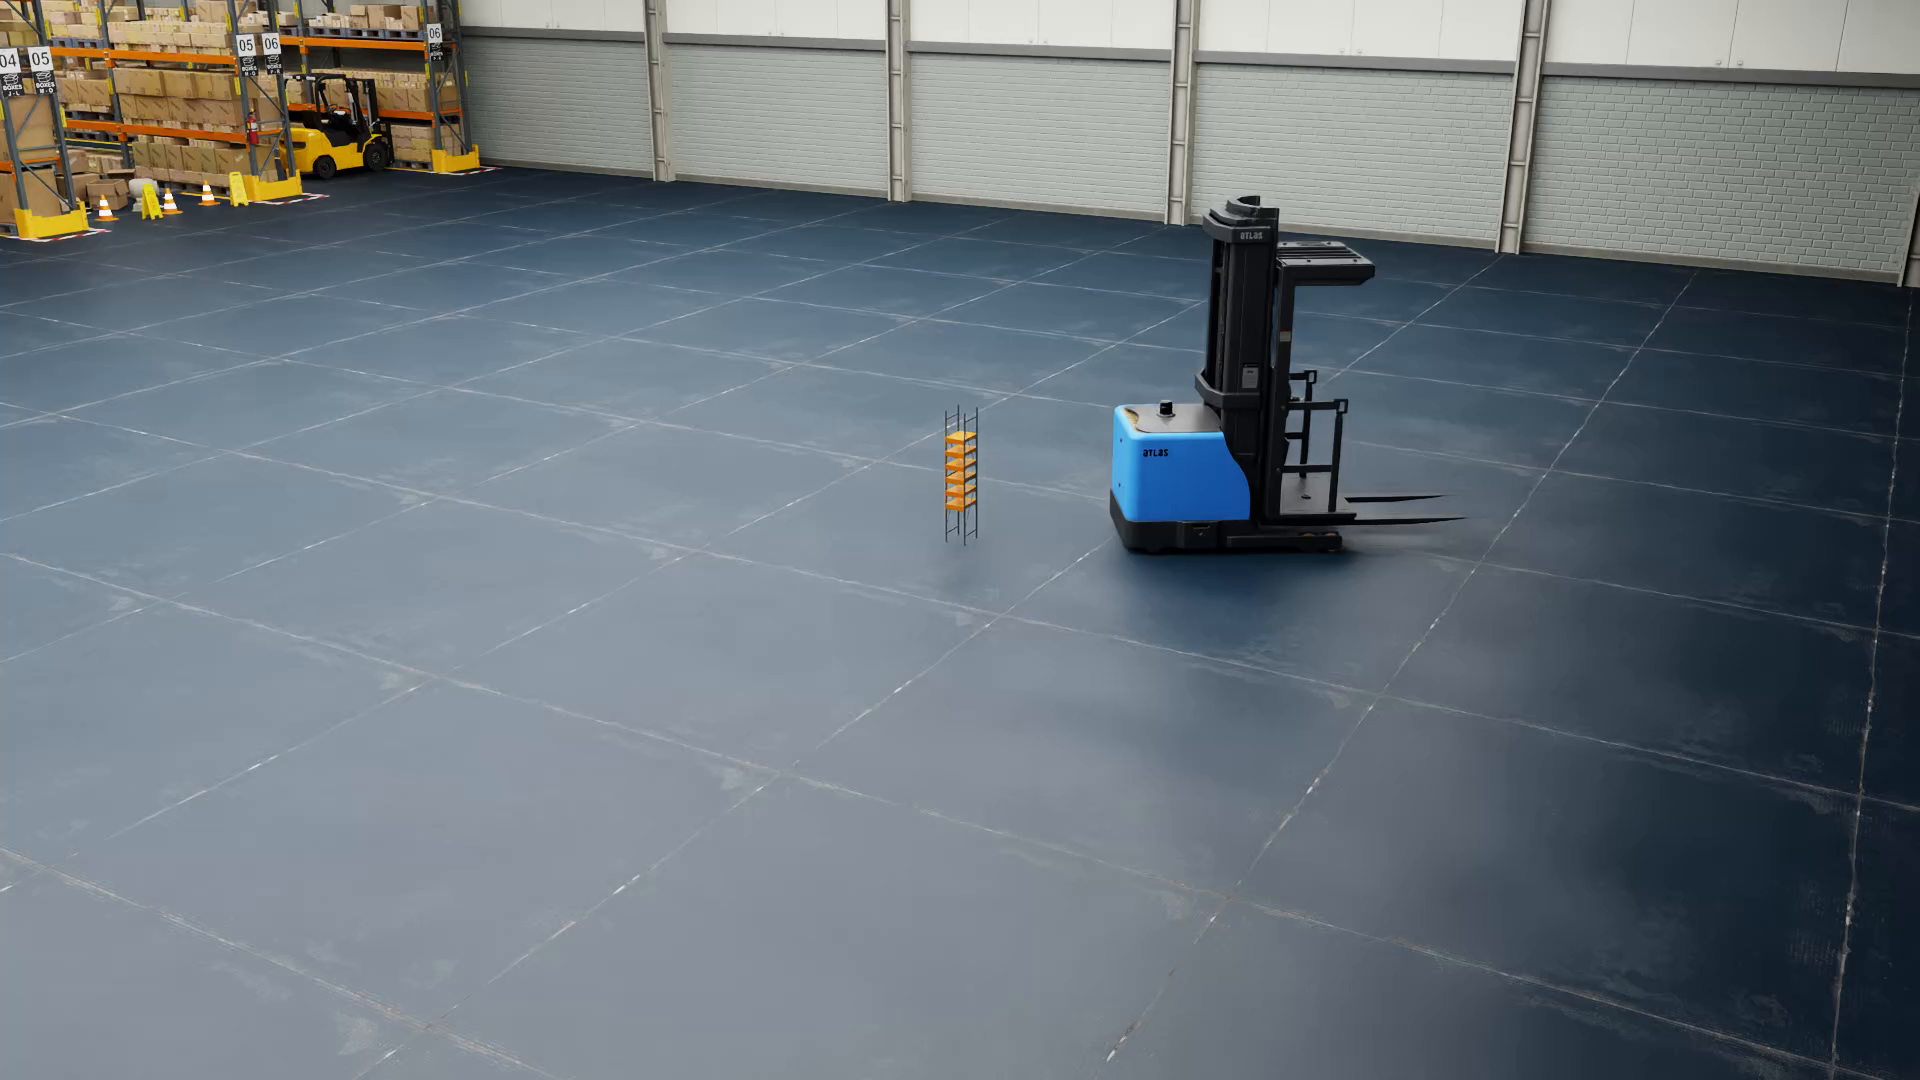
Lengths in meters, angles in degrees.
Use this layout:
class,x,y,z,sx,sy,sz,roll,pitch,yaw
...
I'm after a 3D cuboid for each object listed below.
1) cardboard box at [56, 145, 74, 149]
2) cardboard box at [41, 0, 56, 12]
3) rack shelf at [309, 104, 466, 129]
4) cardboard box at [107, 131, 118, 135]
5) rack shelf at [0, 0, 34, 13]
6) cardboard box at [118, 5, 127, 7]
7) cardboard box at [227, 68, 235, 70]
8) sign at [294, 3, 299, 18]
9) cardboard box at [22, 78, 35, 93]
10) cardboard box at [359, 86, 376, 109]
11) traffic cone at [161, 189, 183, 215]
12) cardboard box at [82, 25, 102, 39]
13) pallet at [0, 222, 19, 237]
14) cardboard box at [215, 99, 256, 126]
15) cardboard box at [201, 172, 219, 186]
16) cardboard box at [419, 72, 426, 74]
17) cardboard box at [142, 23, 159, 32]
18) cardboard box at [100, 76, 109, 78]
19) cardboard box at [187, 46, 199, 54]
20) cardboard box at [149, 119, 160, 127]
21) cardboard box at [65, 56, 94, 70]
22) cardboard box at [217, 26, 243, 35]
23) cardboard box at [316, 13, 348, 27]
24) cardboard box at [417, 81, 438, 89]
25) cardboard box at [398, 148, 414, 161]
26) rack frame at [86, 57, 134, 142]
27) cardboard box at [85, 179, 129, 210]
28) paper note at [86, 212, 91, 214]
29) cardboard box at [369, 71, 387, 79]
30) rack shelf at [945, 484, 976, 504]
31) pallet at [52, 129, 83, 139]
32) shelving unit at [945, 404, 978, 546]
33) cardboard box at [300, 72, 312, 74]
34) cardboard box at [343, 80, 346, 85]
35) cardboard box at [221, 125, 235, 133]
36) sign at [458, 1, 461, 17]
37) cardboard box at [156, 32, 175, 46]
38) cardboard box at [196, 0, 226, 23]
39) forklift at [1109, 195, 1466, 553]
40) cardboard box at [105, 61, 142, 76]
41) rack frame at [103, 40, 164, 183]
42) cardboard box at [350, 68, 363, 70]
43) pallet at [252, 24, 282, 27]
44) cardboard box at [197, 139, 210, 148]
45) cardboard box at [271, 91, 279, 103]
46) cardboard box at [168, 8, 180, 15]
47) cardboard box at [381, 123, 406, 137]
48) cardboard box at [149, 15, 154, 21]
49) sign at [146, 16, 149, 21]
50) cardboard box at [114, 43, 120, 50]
class,x,y,z,sx,sy,sz,roll,pitch,yaw
cardboard box,-20.431,-8.601,37.213,0.625,0.372,0.950,9,22,24
cardboard box,-23.438,-13.775,42.889,0.500,0.250,0.500,11,23,28
rack shelf,-13.264,-9.878,38.551,4.000,0.370,1.077,11,23,27
cardboard box,-21.682,-10.754,42.961,0.500,0.500,0.500,12,23,30
rack shelf,-18.007,-9.542,29.412,4.000,0.370,1.077,11,23,27
cardboard box,-21.217,-13.465,42.156,0.250,0.149,0.380,10,22,26
cardboard box,-17.836,-11.562,41.040,0.250,0.149,0.380,11,23,29
sign,-15.266,-12.187,38.242,0.005,0.325,0.100,11,23,27
cardboard box,-20.181,-9.892,36.335,0.500,0.500,0.500,12,23,30
cardboard box,-13.416,-10.189,38.206,0.500,0.500,0.500,11,23,28
traffic cone,-15.184,-6.513,31.940,0.334,0.463,0.336,11,23,27
cardboard box,-18.008,-10.662,34.861,0.500,0.250,0.500,10,22,26
pallet,-16.997,-5.714,30.105,1.213,0.211,1.003,11,23,27
cardboard box,-14.543,-8.601,33.391,0.500,0.500,0.500,10,22,26
cardboard box,-15.221,-7.453,34.227,0.500,0.250,0.500,11,23,27
cardboard box,-12.156,-10.588,37.919,0.250,0.149,0.380,11,23,28
cardboard box,-16.387,-10.429,33.815,0.250,0.149,0.380,10,22,26
cardboard box,-18.559,-9.788,36.048,0.500,0.500,0.500,11,22,27
cardboard box,-15.261,-9.849,33.384,0.250,0.149,0.380,11,22,27
cardboard box,-16.617,-8.692,34.593,0.250,0.149,0.380,12,23,29
cardboard box,-23.164,-12.628,43.761,0.500,0.500,0.500,10,22,26
cardboard box,-14.375,-10.041,32.744,0.250,0.149,0.380,11,23,28
cardboard box,-14.403,-11.951,38.179,0.500,0.311,0.500,11,23,28
cardboard box,-11.957,-10.210,37.313,0.250,0.149,0.380,11,23,28
cardboard box,-12.512,-8.858,38.101,0.500,0.250,0.500,11,23,27
rack frame,-21.994,-11.879,43.013,0.127,3.000,1.000,11,23,27
cardboard box,-16.703,-6.770,32.589,0.637,0.503,0.797,-4,20,-10
paper note,-16.766,-6.278,31.927,0.144,0.017,0.142,-16,26,-38
cardboard box,-13.275,-10.626,38.023,0.250,0.149,0.380,11,23,28
rack shelf,0.013,-0.407,14.508,0.180,0.103,0.258,11,23,27
pallet,-23.662,-10.885,44.362,1.213,0.211,1.003,11,23,27
shelving unit,0.013,-0.562,14.452,0.189,1.200,0.258,11,23,27
cardboard box,-15.639,-11.125,39.836,0.250,0.149,0.380,11,23,27
cardboard box,-13.985,-10.585,38.346,0.250,0.149,0.380,11,22,27
cardboard box,-14.641,-8.295,33.500,0.250,0.149,0.380,10,22,27
sign,-11.242,-11.906,37.290,0.005,0.325,0.100,11,23,27
cardboard box,-15.849,-10.142,33.608,0.500,0.250,0.500,11,23,28
cardboard box,-17.988,-12.723,40.030,0.500,0.500,0.500,11,23,28
forklift,2.899,-1.447,14.352,3.031,2.935,1.130,-1,20,-3
cardboard box,-21.229,-11.891,42.281,0.500,0.500,0.700,11,23,28
rack frame,-17.427,-9.071,35.270,0.127,3.000,1.000,11,23,27
cardboard box,-14.147,-10.984,39.009,0.250,0.149,0.380,11,22,27
pallet,-16.888,-12.264,39.952,1.213,0.211,1.003,12,23,30
cardboard box,-15.333,-8.107,33.979,0.250,0.149,0.380,11,23,28
cardboard box,-16.019,-10.566,39.613,0.500,0.250,0.500,11,22,27
cardboard box,-19.124,-12.925,40.697,0.250,0.149,0.380,10,22,25
cardboard box,-12.966,-9.406,38.146,0.500,0.250,0.500,11,23,28
cardboard box,-19.794,-12.913,41.100,0.250,0.149,0.380,11,23,28
sign,-17.169,-10.887,35.119,0.005,0.325,0.100,11,23,27
cardboard box,-17.273,-10.237,34.453,0.250,0.149,0.380,10,22,26
